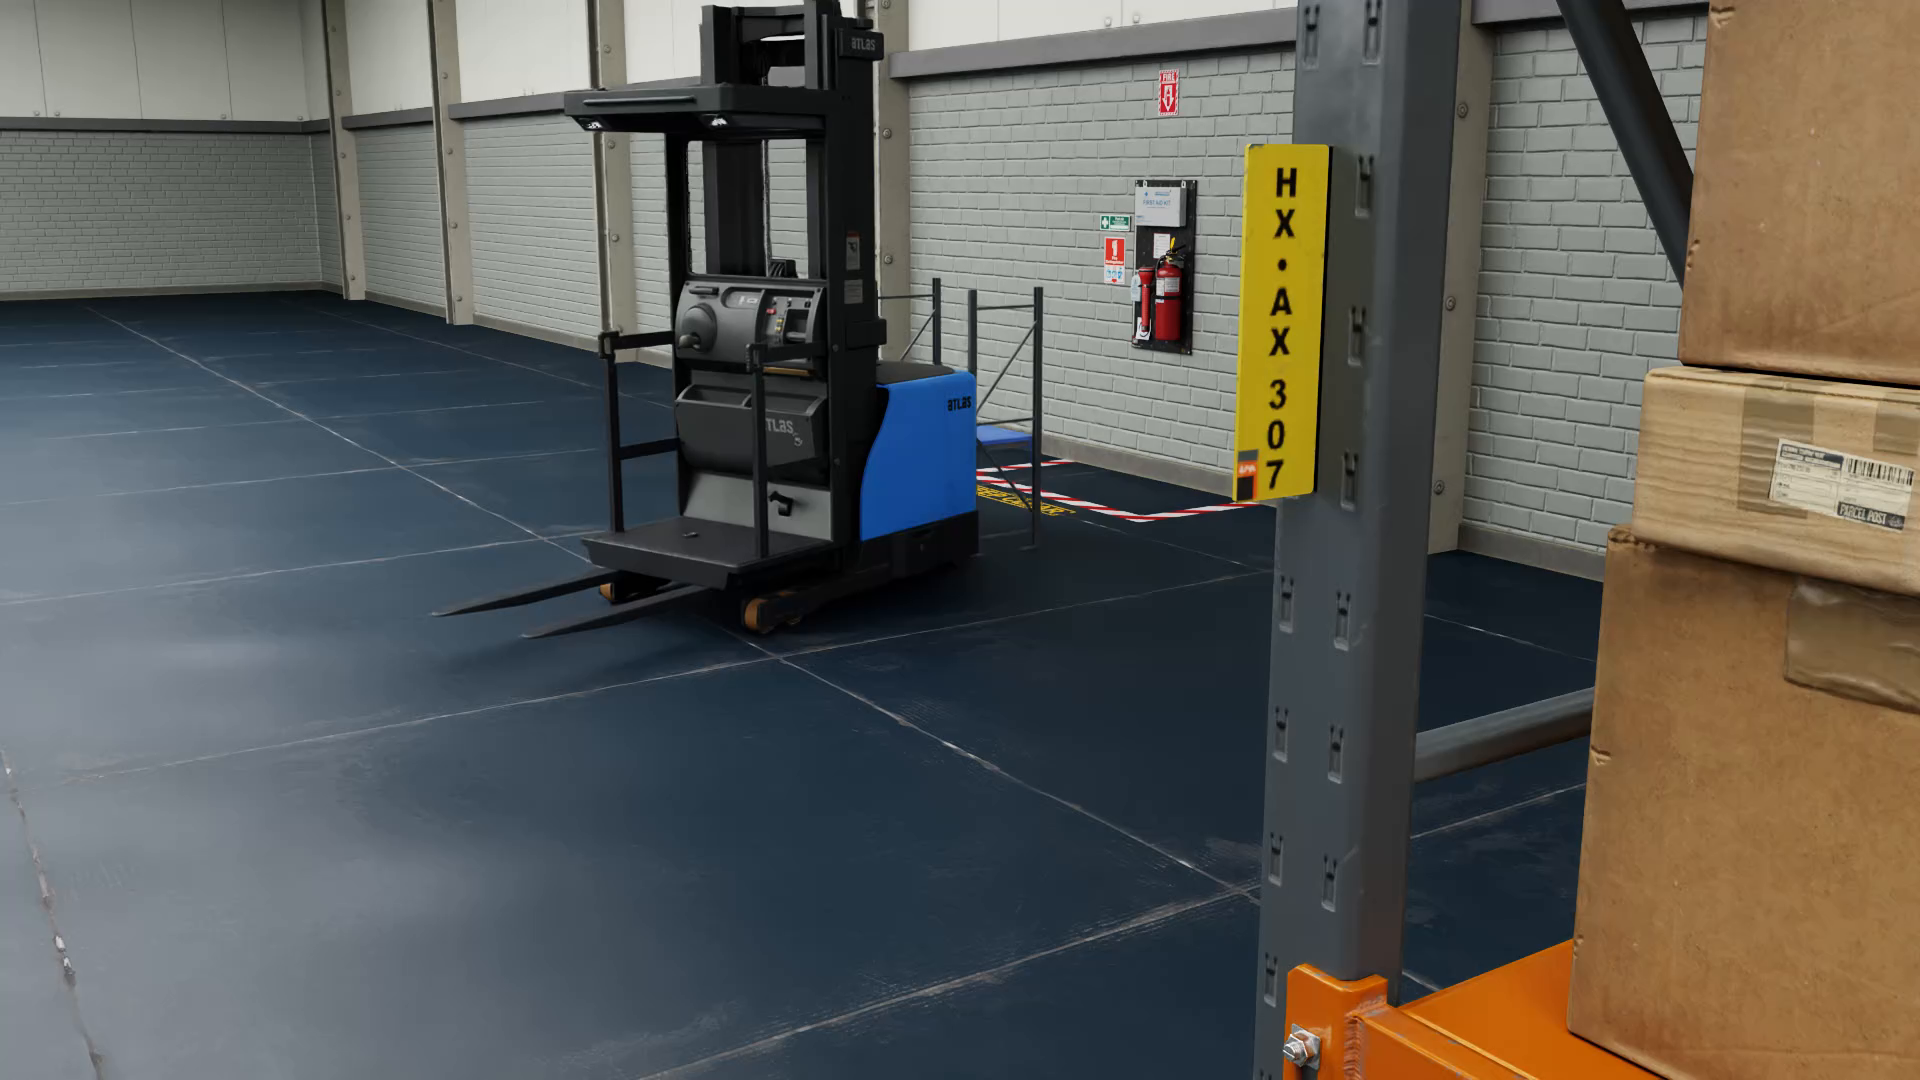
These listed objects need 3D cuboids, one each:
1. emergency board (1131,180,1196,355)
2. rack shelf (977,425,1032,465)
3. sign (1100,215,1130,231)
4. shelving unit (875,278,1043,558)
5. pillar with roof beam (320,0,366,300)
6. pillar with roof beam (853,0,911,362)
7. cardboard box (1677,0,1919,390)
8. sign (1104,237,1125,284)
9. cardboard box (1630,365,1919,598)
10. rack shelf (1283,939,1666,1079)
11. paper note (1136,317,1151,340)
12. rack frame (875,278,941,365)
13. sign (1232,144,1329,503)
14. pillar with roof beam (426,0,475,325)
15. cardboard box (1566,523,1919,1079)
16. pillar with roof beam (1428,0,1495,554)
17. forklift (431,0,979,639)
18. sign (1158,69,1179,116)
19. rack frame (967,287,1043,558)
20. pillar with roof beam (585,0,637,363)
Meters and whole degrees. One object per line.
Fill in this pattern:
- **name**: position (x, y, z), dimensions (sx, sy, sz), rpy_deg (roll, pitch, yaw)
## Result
- **emergency board**: position (1.330, -1.878, 11.428), dimensions (0.194, 1.169, 0.643), rpy_deg (-8, 15, -33)
- **rack shelf**: position (-0.038, -0.577, 9.831), dimensions (0.538, 0.185, 1.000), rpy_deg (-9, 15, -34)
- **sign**: position (1.104, -2.263, 11.864), dimensions (0.001, 0.109, 0.331), rpy_deg (-8, 15, -33)
- **shelving unit**: position (-0.038, -0.753, 9.793), dimensions (0.538, 1.500, 1.048), rpy_deg (-9, 15, -34)
- **pillar with roof beam**: position (-14.214, -8.123, 25.945), dimensions (9.100, 9.000, 0.400), rpy_deg (-8, 15, -33)
- **pillar with roof beam**: position (-4.241, -4.922, 11.306), dimensions (9.100, 9.000, 0.400), rpy_deg (-8, 15, -33)
- **cardboard box**: position (1.039, -0.391, 1.356), dimensions (0.700, 0.500, 0.500), rpy_deg (-8, 15, -33)
- **sign**: position (1.109, -2.006, 11.929), dimensions (0.001, 0.329, 0.234), rpy_deg (-8, 15, -33)
- **cardboard box**: position (0.800, -0.072, 1.419), dimensions (0.380, 0.149, 0.250), rpy_deg (-8, 15, -33)
- **rack shelf**: position (1.870, 0.905, 0.385), dimensions (1.077, 0.370, 4.000), rpy_deg (-8, 15, -33)
- **paper note**: position (1.289, -1.487, 11.703), dimensions (0.016, 0.148, 0.142), rpy_deg (-8, 15, -33)
- **rack frame**: position (-0.331, -0.841, 10.199), dimensions (0.500, 1.500, 0.032), rpy_deg (-9, 15, -34)
- **sign**: position (0.296, -0.199, 1.538), dimensions (0.100, 0.325, 0.005), rpy_deg (-8, 15, -33)
- **pillar with roof beam**: position (-10.889, -7.056, 21.065), dimensions (9.100, 9.000, 0.400), rpy_deg (-8, 15, -33)
- **cardboard box**: position (1.010, 0.234, 1.537), dimensions (0.700, 0.500, 0.500), rpy_deg (-8, 15, -33)
- **pillar with roof beam**: position (-0.917, -3.855, 6.426), dimensions (9.100, 9.000, 0.400), rpy_deg (-8, 15, -33)
- **forklift**: position (-1.172, -1.109, 8.071), dimensions (1.130, 2.935, 3.031), rpy_deg (9, 15, 35)
- **sign**: position (1.408, -3.024, 11.241), dimensions (0.001, 0.298, 0.199), rpy_deg (-8, 15, -33)
- **rack frame**: position (0.254, -0.664, 9.387), dimensions (0.500, 1.500, 0.032), rpy_deg (-9, 15, -34)
- **pillar with roof beam**: position (-7.565, -5.989, 16.185), dimensions (9.100, 9.000, 0.400), rpy_deg (-8, 15, -33)
